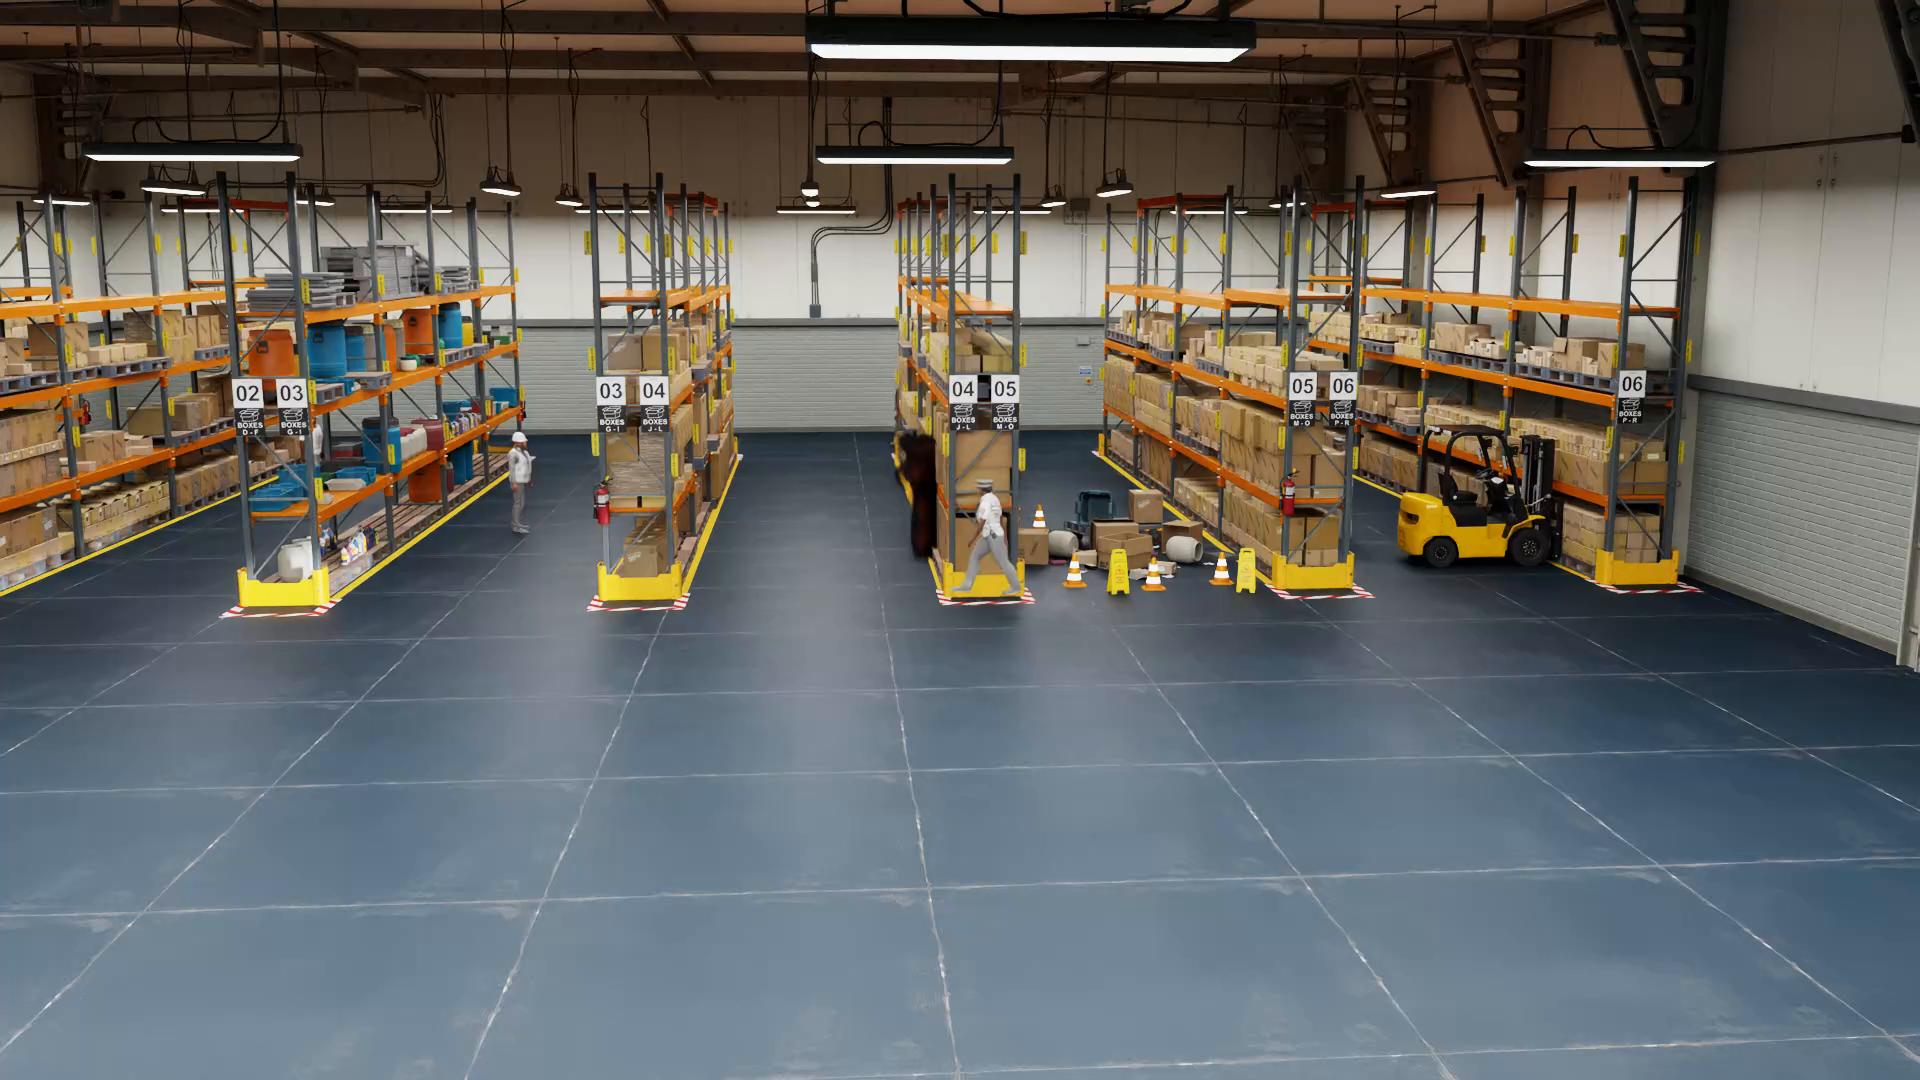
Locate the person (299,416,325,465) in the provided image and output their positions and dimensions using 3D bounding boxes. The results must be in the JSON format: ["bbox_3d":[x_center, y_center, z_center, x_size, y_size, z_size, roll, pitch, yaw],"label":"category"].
[{"bbox_3d":[-12.972,-1.732,33.439,0.447,1.772,0.586,0,10,2],"label":"person"}]

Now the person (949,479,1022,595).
[{"bbox_3d":[0.359,-0.035,22.703,0.964,1.603,0.451,-2,10,-12],"label":"person"}]

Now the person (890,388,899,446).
[{"bbox_3d":[-1.393,-3.254,42.116,0.673,1.733,1.115,5,11,25],"label":"person"}]

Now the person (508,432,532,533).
[{"bbox_3d":[-7.796,-1.021,29.484,0.403,1.805,0.546,-1,10,-4],"label":"person"}]

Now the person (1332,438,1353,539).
[{"bbox_3d":[6.601,-0.905,28.841,0.435,1.756,0.556,4,11,23],"label":"person"}]
